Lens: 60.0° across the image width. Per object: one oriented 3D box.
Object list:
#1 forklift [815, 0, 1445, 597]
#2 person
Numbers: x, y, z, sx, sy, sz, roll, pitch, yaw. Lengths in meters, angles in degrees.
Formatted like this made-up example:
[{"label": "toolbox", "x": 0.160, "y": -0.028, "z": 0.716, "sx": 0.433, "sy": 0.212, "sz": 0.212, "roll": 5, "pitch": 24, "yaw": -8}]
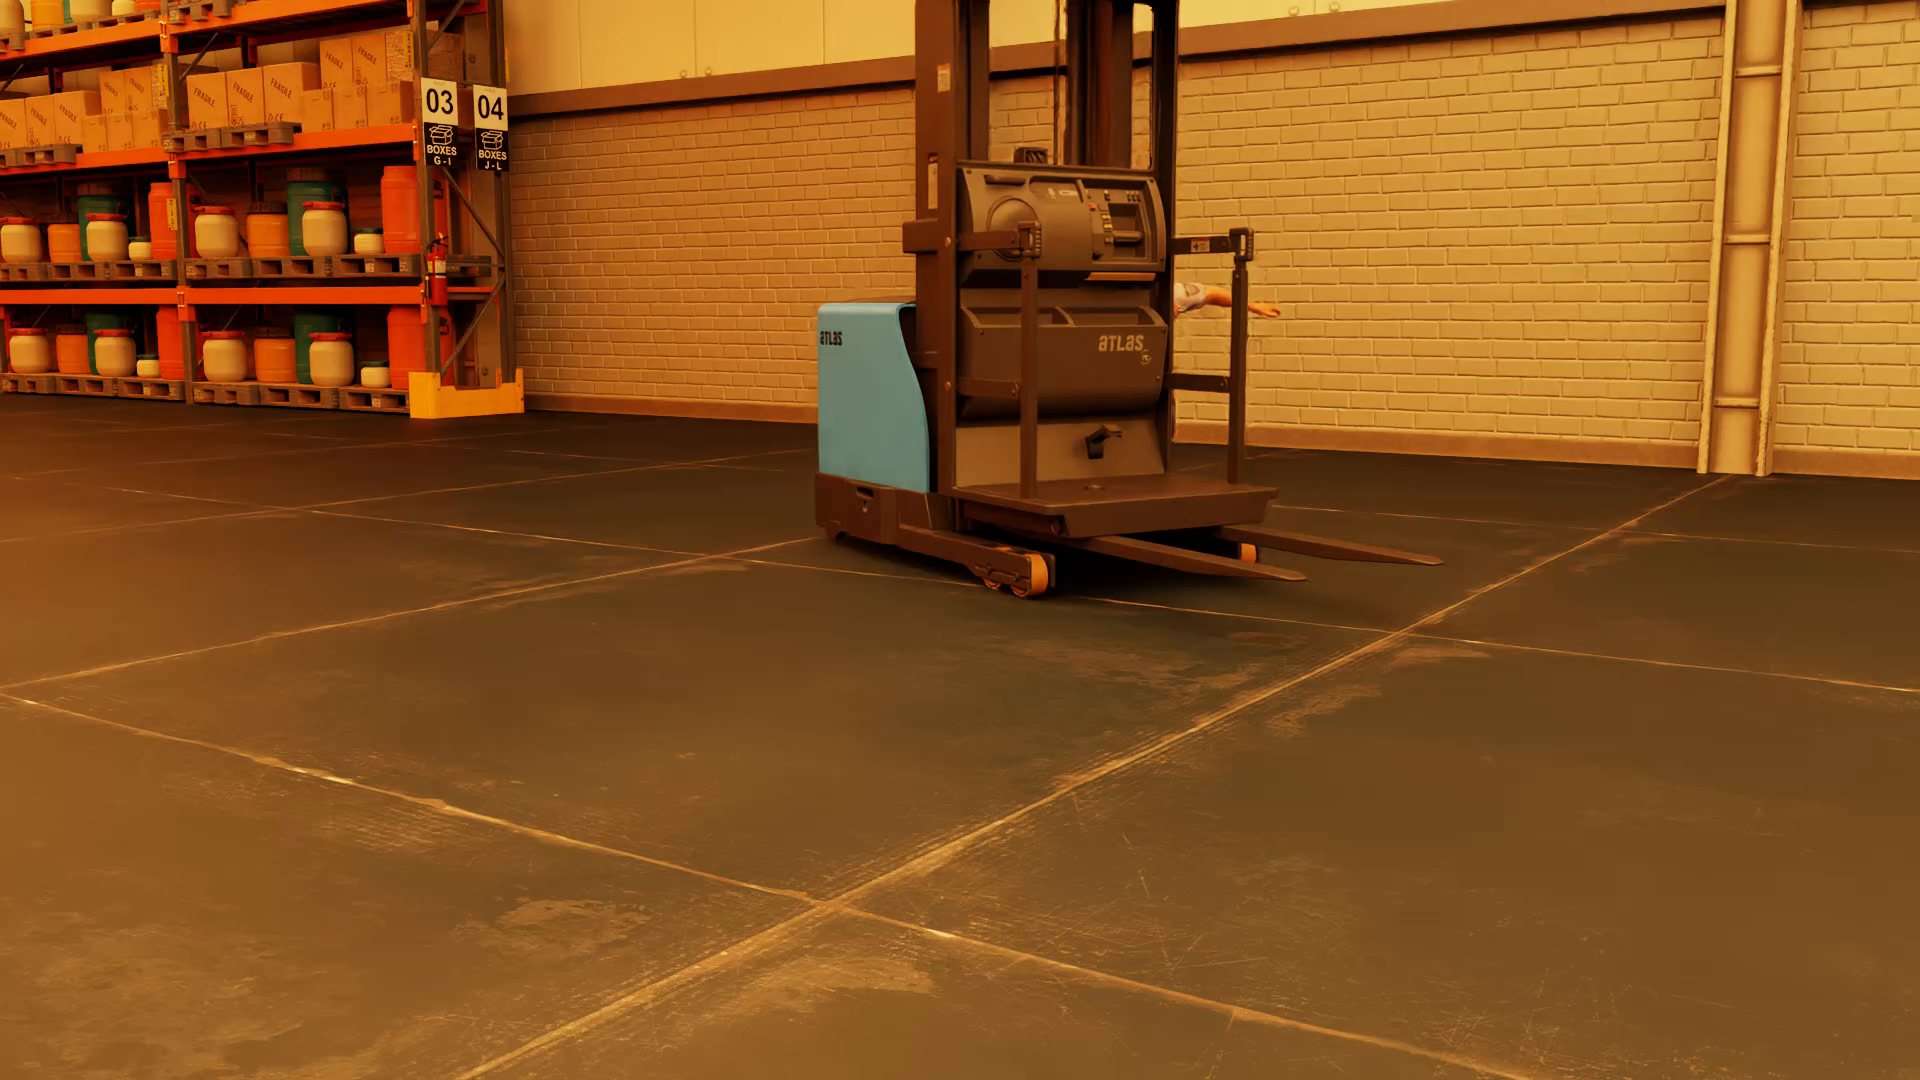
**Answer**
[{"label": "forklift", "x": 0.535, "y": -1.314, "z": 6.431, "sx": 1.130, "sy": 2.935, "sz": 3.031, "roll": -5, "pitch": 9, "yaw": -31}, {"label": "person", "x": 0.929, "y": -0.657, "z": 7.699, "sx": 1.235, "sy": 1.347, "sz": 0.798, "roll": 0, "pitch": 8, "yaw": 1}]
